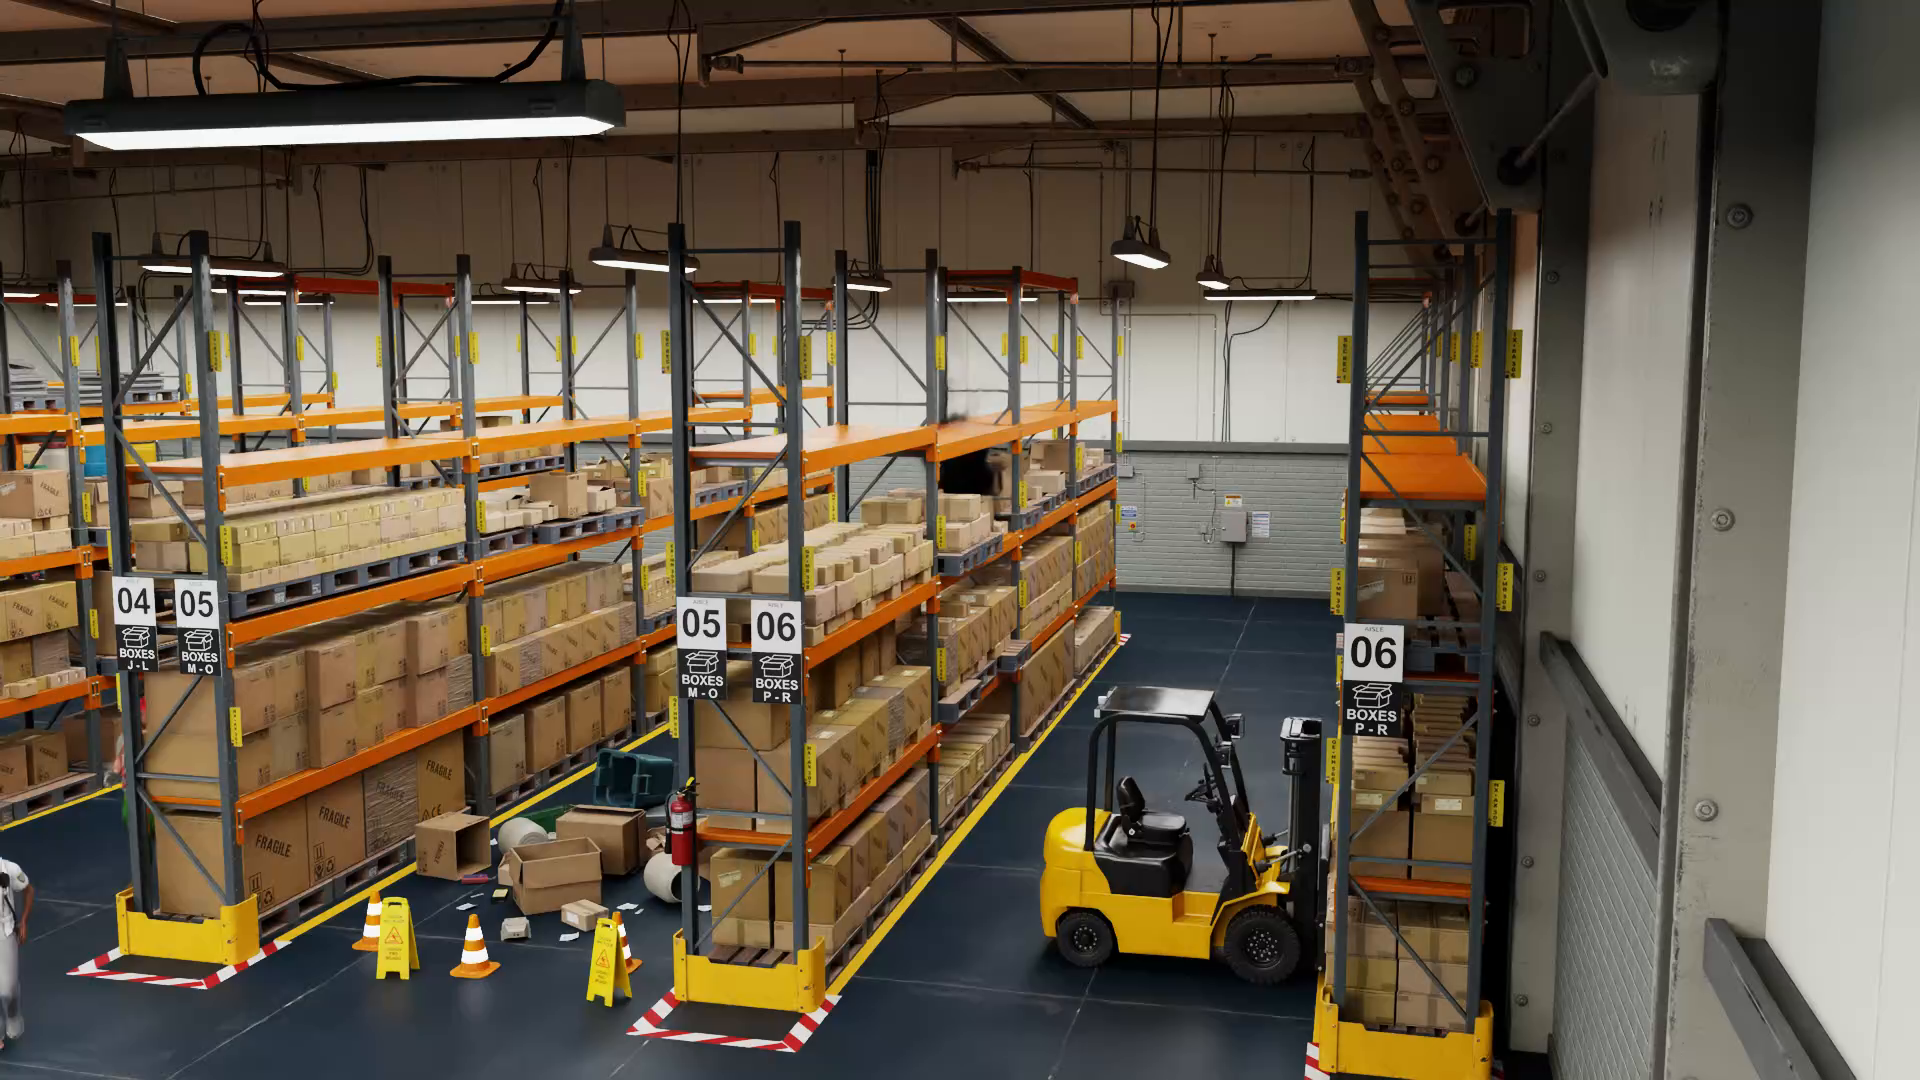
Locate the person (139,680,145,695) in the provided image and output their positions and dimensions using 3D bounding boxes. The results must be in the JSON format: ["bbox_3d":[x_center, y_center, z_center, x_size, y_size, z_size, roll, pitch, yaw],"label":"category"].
[{"bbox_3d":[-11.678,1.532,23.225,0.607,1.624,0.547,1,7,4],"label":"person"}]

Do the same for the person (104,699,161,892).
[{"bbox_3d":[-7.682,2.377,15.734,0.655,1.769,0.888,1,7,6],"label":"person"}]

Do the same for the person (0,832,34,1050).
[{"bbox_3d":[-6.994,2.890,11.977,0.592,1.664,0.524,-4,8,-28],"label":"person"}]
